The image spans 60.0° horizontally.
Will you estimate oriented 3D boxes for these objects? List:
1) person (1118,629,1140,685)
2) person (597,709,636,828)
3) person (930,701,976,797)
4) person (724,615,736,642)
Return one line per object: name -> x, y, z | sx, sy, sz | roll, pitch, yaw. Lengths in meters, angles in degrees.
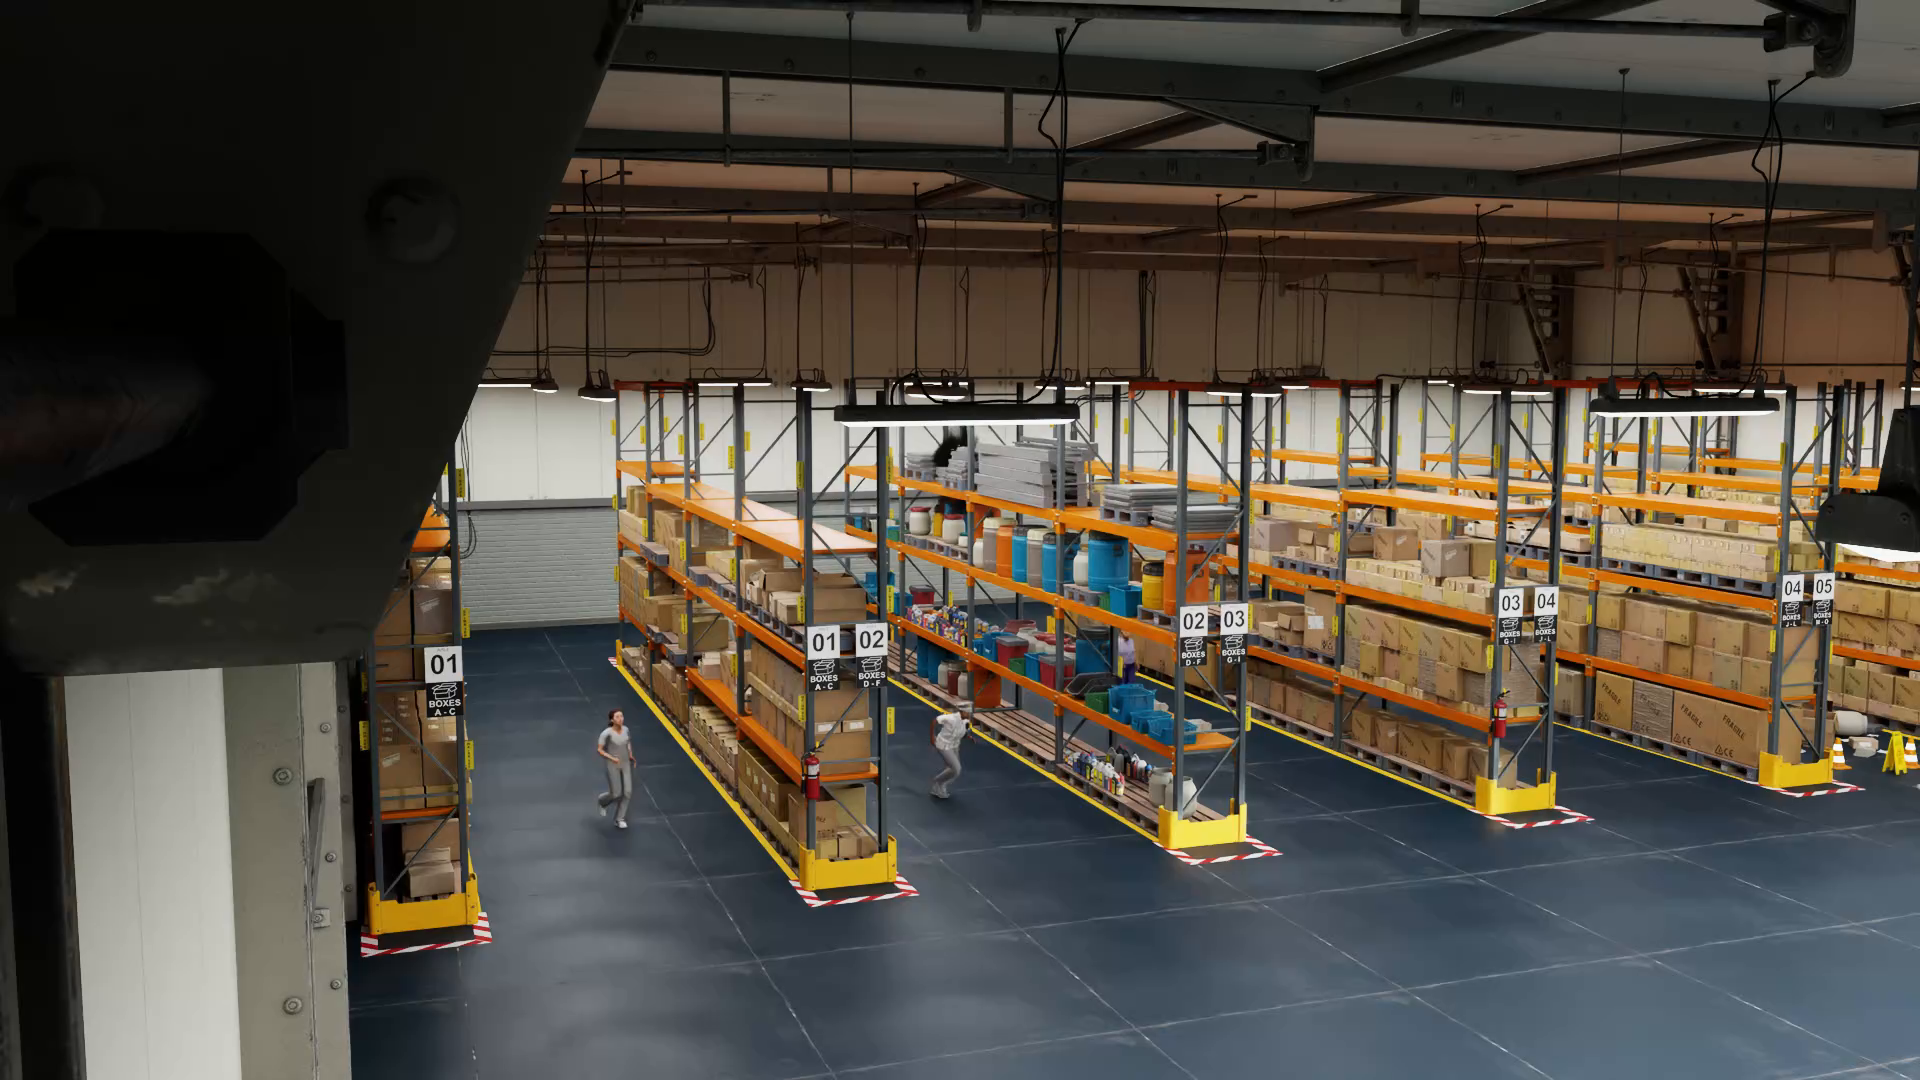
person -> 2.964, 2.346, 30.200 | 0.595, 1.601, 0.560 | -3, 7, -29
person -> -4.725, 3.113, 22.836 | 0.557, 1.618, 0.636 | -6, 8, -44
person -> -0.140, 3.048, 24.084 | 0.856, 1.492, 0.602 | 5, 8, 42
person -> -4.819, 1.779, 35.193 | 0.617, 1.740, 0.746 | -3, 7, -29
